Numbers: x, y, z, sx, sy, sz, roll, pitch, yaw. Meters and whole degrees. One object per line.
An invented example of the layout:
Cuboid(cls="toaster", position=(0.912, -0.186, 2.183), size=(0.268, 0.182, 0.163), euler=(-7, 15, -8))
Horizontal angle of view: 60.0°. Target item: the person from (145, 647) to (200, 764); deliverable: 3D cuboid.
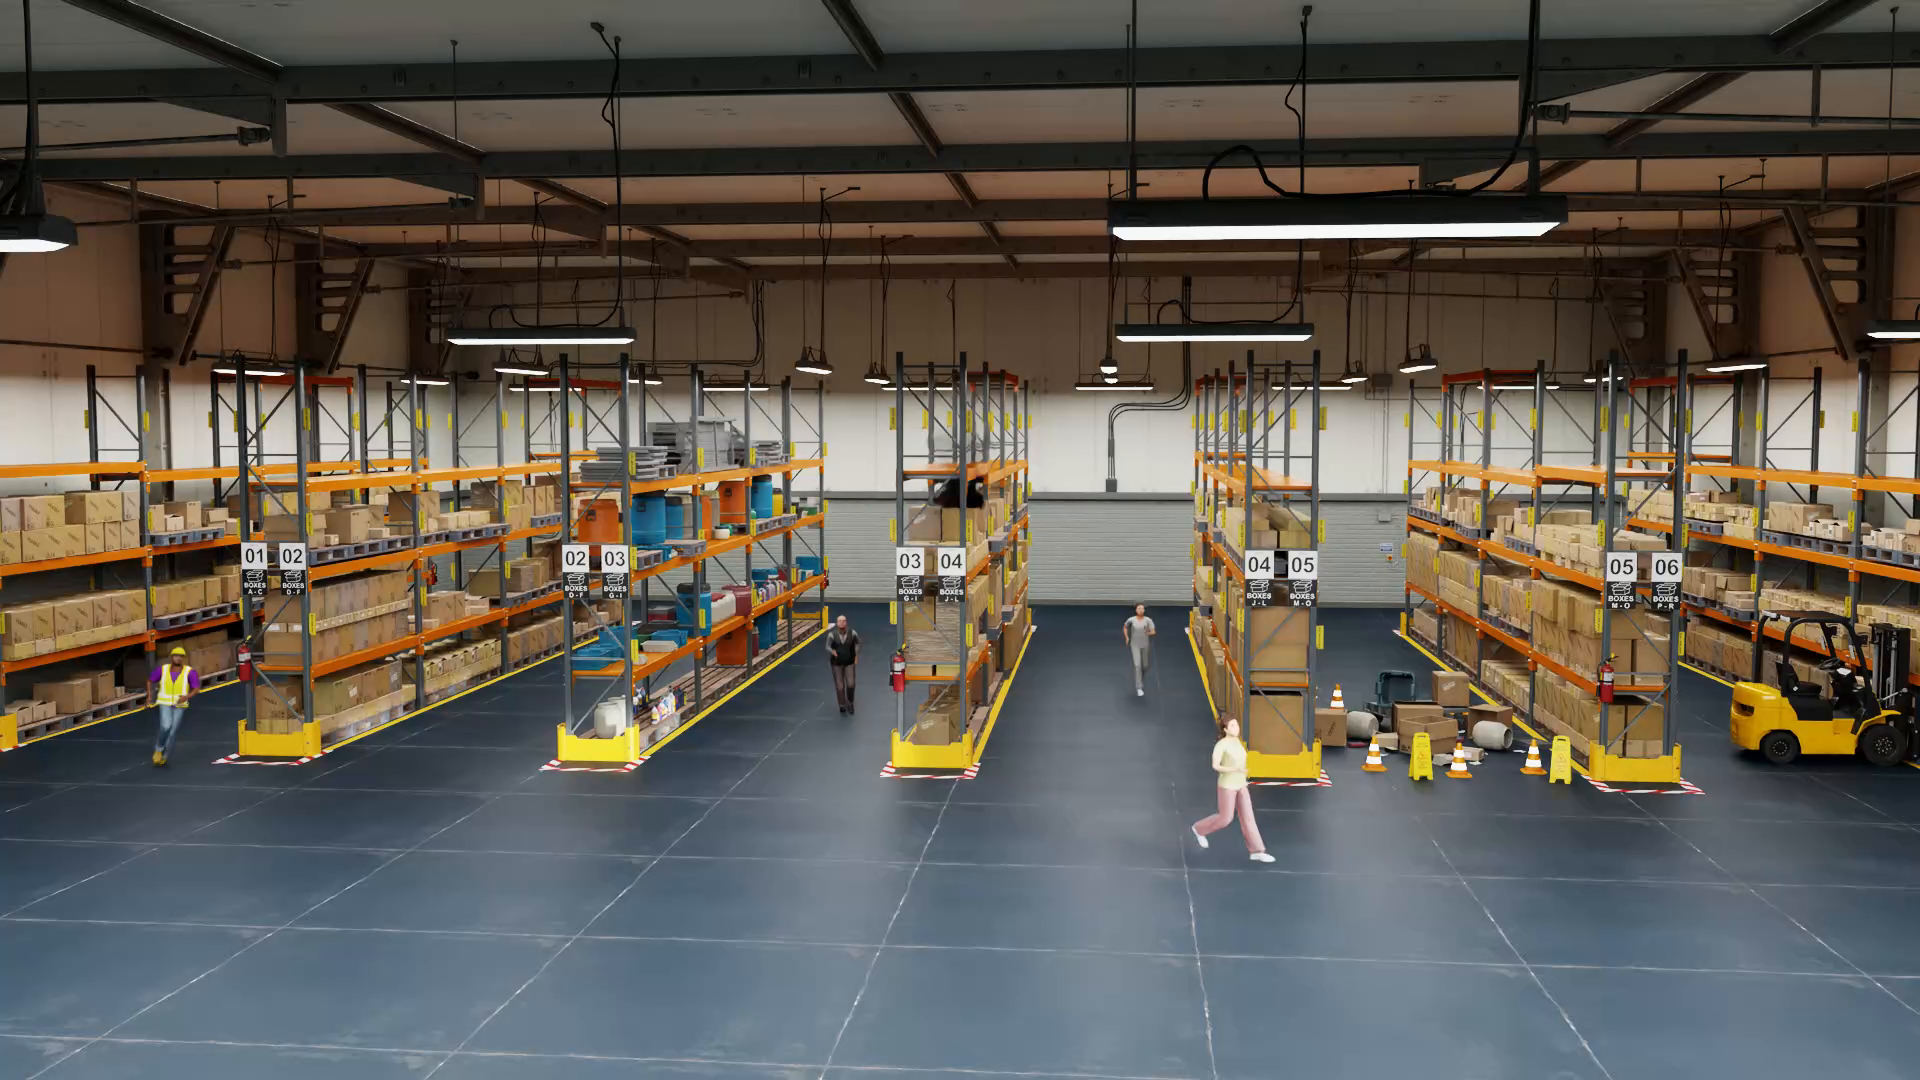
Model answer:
Cuboid(cls="person", position=(-11.458, 2.417, 24.213), size=(0.725, 1.691, 0.649), euler=(-2, 5, -29))

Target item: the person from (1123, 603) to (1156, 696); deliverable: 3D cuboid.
Cuboid(cls="person", position=(3.302, 1.973, 30.543), size=(0.564, 1.655, 0.969), euler=(0, 4, -5))

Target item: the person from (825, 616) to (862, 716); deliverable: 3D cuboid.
Cuboid(cls="person", position=(-1.977, 2.144, 28.272), size=(0.633, 1.715, 0.689), euler=(0, 4, -4))

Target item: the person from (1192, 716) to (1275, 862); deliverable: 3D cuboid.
Cuboid(cls="person", position=(3.119, 2.800, 18.908), size=(0.588, 1.611, 1.076), euler=(-4, 6, -43))
